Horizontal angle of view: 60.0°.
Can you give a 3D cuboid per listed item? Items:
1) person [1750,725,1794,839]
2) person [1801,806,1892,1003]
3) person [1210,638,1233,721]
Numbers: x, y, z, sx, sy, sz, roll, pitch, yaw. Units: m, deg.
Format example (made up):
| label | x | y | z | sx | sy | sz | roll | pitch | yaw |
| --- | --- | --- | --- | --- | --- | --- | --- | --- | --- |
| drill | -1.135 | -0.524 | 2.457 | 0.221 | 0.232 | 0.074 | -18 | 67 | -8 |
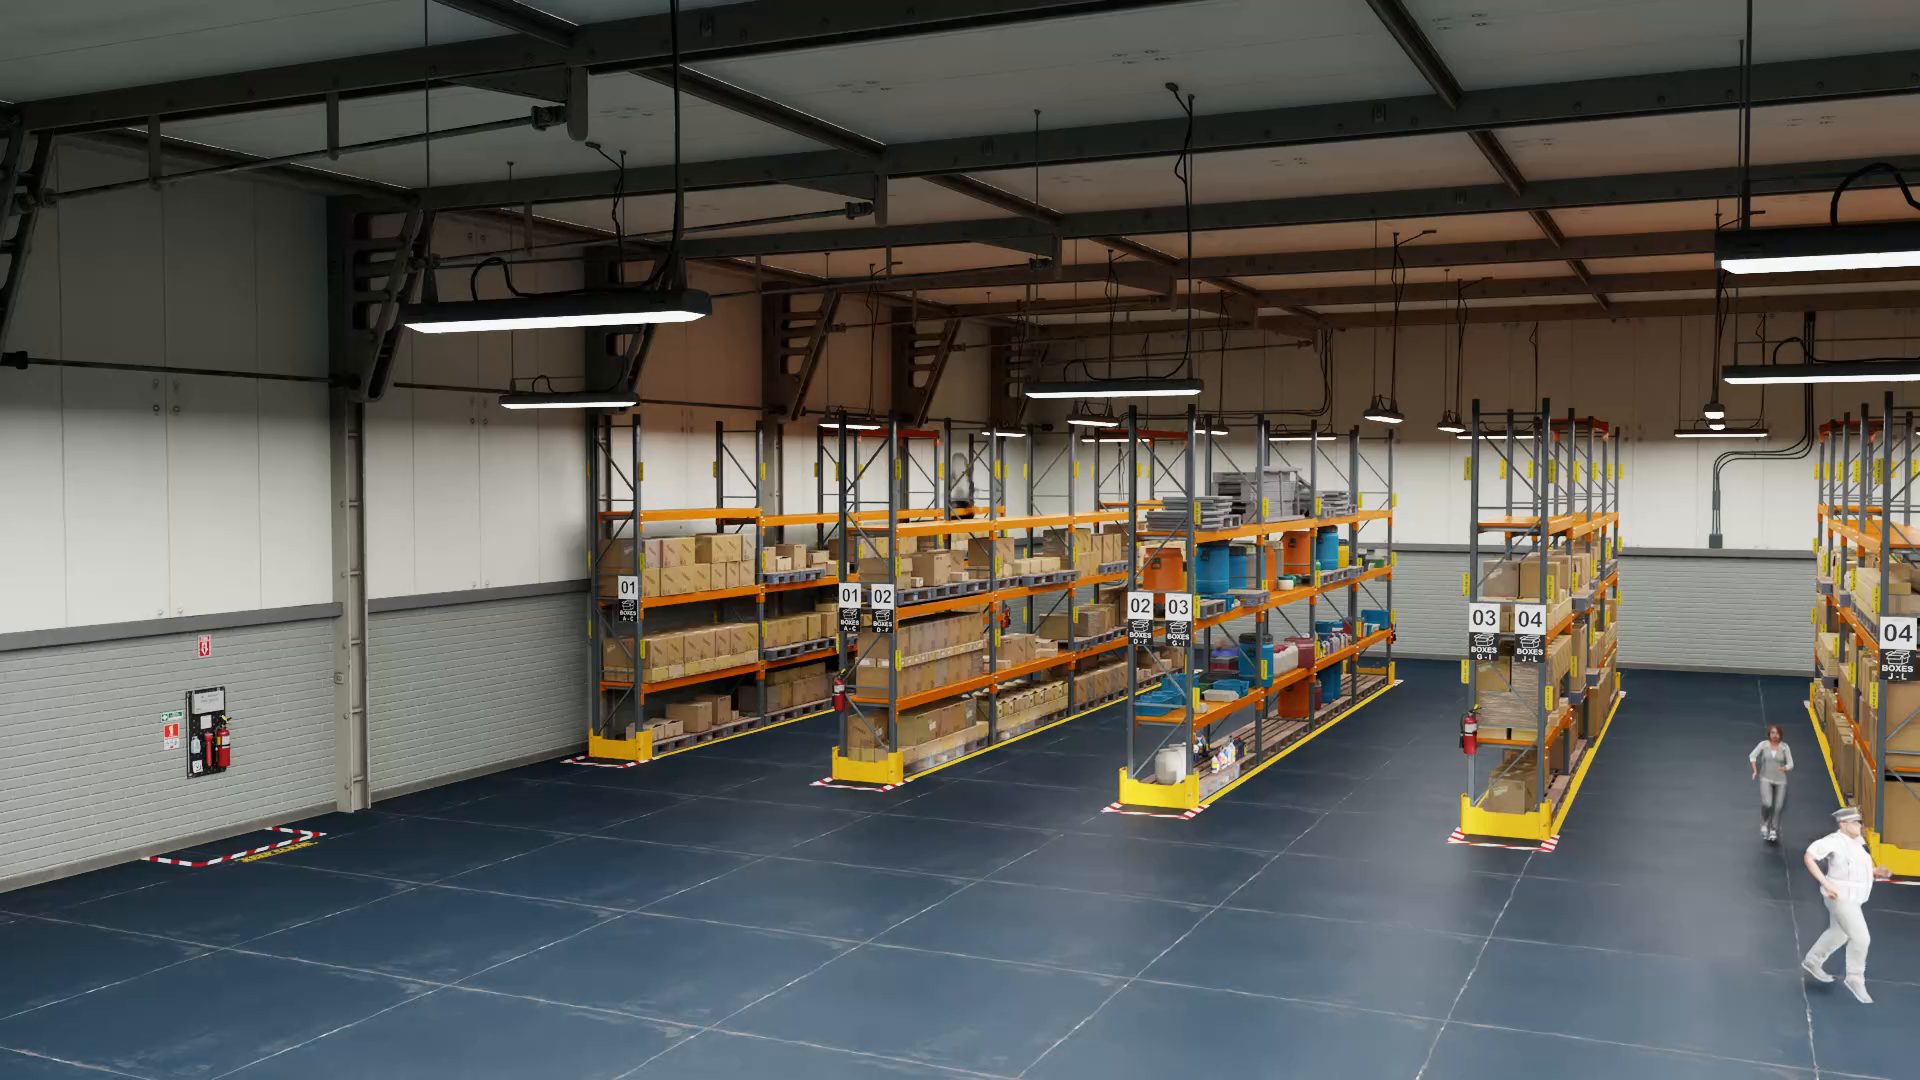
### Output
| label | x | y | z | sx | sy | sz | roll | pitch | yaw |
| --- | --- | --- | --- | --- | --- | --- | --- | --- | --- |
| person | 10.961 | 3.276 | 22.445 | 0.513 | 1.565 | 0.621 | 1 | 2 | 19 |
| person | 8.496 | 3.470 | 15.978 | 0.642 | 1.850 | 0.813 | -2 | 3 | -39 |
| person | 5.219 | 2.805 | 33.429 | 0.544 | 1.664 | 0.688 | 1 | 3 | 29 |
